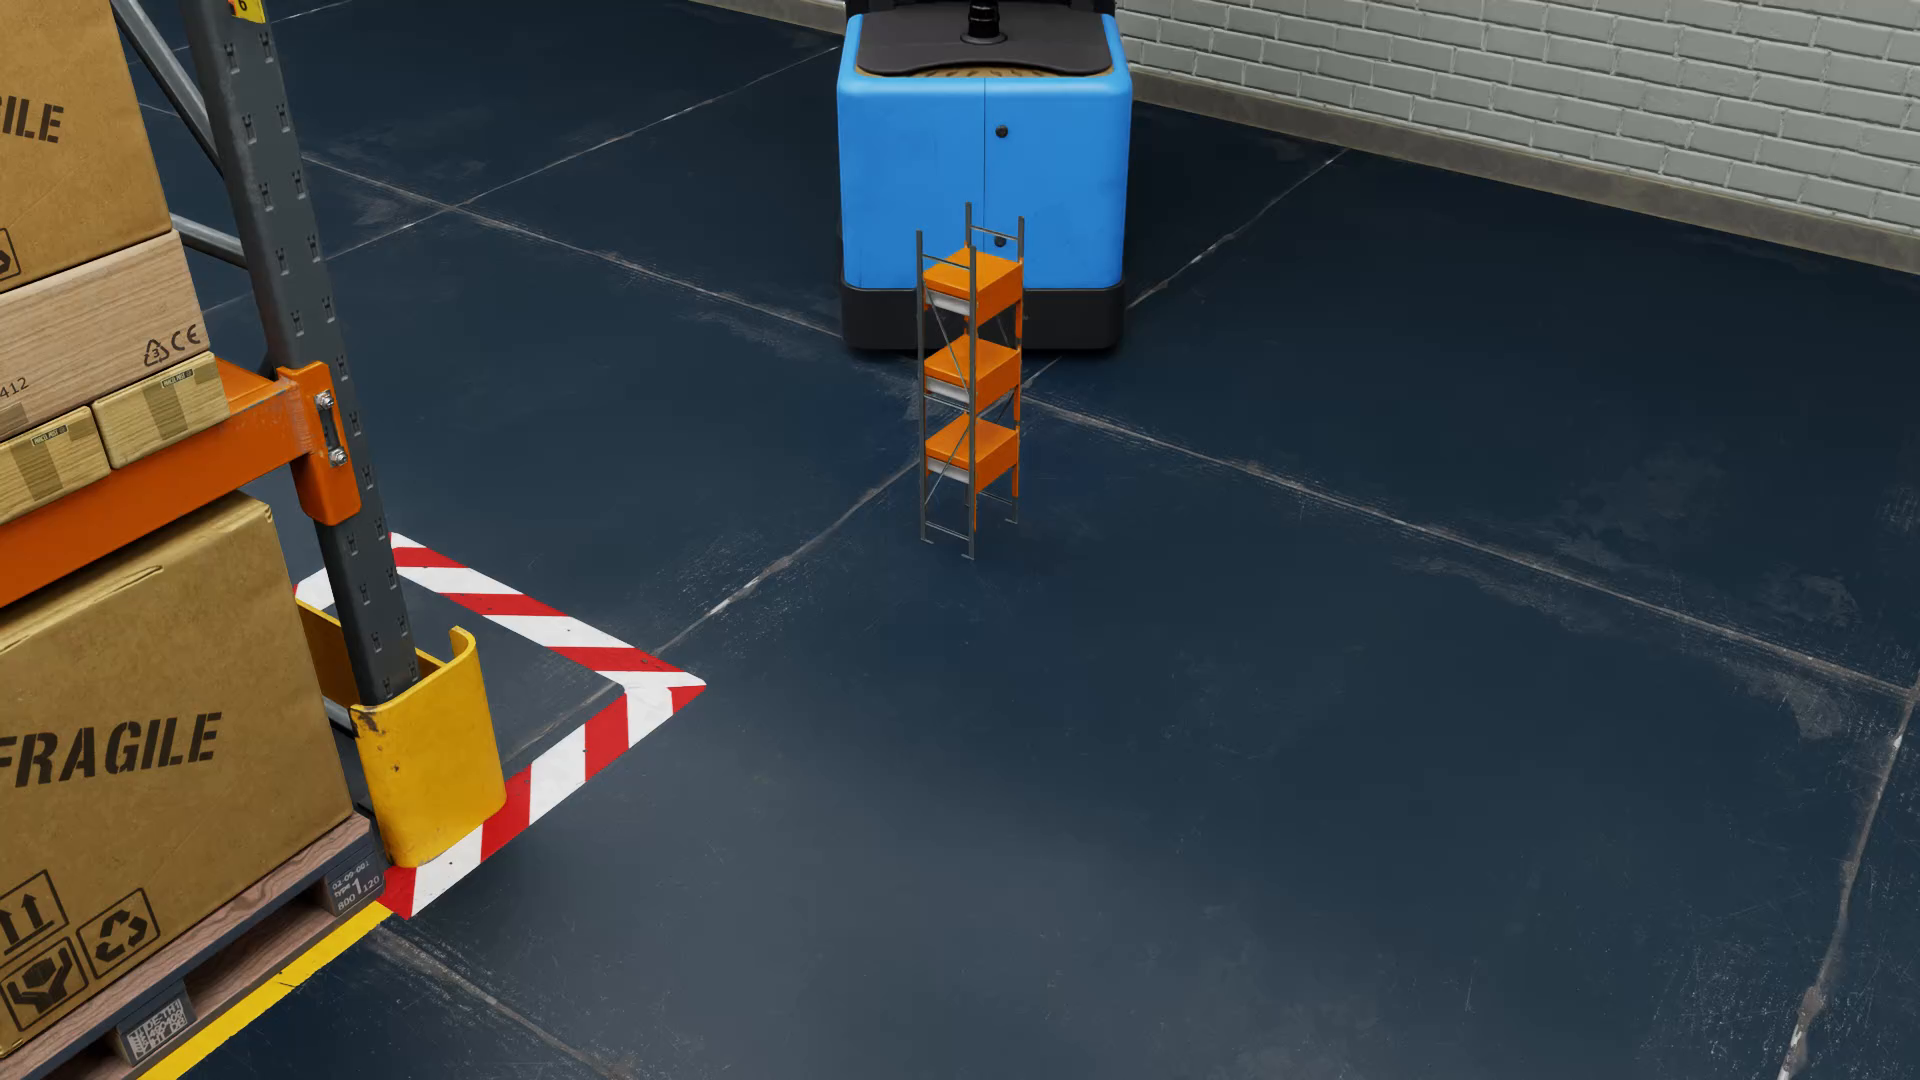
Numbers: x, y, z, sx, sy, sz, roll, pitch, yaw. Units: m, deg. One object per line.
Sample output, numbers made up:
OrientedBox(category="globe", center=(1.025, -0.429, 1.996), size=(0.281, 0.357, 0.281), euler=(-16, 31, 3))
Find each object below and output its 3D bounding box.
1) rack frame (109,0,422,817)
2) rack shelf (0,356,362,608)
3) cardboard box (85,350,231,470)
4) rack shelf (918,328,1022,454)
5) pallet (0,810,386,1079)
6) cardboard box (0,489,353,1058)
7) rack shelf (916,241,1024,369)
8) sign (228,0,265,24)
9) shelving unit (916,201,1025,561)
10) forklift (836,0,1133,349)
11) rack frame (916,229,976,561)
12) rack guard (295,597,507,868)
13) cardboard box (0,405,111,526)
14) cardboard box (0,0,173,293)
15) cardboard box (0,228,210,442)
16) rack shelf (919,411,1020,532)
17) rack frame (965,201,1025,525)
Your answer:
OrientedBox(category="rack frame", center=(-1.729, -0.680, 3.578), size=(1.000, 3.000, 0.127), euler=(21, 39, 28))
OrientedBox(category="rack shelf", center=(-2.869, 0.538, 2.419), size=(1.077, 0.370, 4.000), euler=(21, 39, 28))
OrientedBox(category="cardboard box", center=(-1.661, -0.307, 3.251), size=(0.380, 0.149, 0.250), euler=(22, 40, 29))
OrientedBox(category="rack shelf", center=(0.031, -0.451, 4.998), size=(0.215, 0.259, 0.240), euler=(21, 39, 28))
OrientedBox(category="pallet", center=(-2.120, 0.868, 3.778), size=(1.003, 0.211, 1.213), euler=(21, 39, 28))
OrientedBox(category="cardboard box", center=(-2.028, 0.346, 3.583), size=(0.875, 0.875, 0.875), euler=(21, 39, 28))
OrientedBox(category="rack shelf", center=(0.031, -0.686, 4.839), size=(0.215, 0.259, 0.240), euler=(21, 39, 28))
OrientedBox(category="sign", center=(-1.291, -1.078, 2.922), size=(0.100, 0.325, 0.005), euler=(21, 39, 28))
OrientedBox(category="shelving unit", center=(0.031, -0.460, 4.992), size=(0.215, 1.050, 0.252), euler=(21, 39, 28))
OrientedBox(category="forklift", center=(0.081, -2.710, 6.642), size=(1.130, 2.935, 3.031), euler=(0, 34, 0))
OrientedBox(category="rack frame", center=(-0.039, -0.403, 4.909), size=(0.200, 1.050, 0.008), euler=(21, 39, 28))
OrientedBox(category="rack guard", center=(-1.715, 0.344, 4.295), size=(1.175, 0.500, 0.348), euler=(21, 39, 28))
OrientedBox(category="cardboard box", center=(-1.808, -0.187, 3.073), size=(0.380, 0.149, 0.250), euler=(22, 40, 29))
OrientedBox(category="cardboard box", center=(-1.791, -0.744, 2.871), size=(0.500, 0.500, 0.500), euler=(22, 40, 29))
OrientedBox(category="cardboard box", center=(-1.787, -0.434, 3.082), size=(0.500, 0.250, 0.500), euler=(21, 39, 27))
OrientedBox(category="rack shelf", center=(0.031, -0.221, 5.154), size=(0.215, 0.259, 0.240), euler=(21, 39, 28))
OrientedBox(category="rack frame", center=(0.100, -0.516, 5.075), size=(0.200, 1.050, 0.008), euler=(21, 39, 28))
